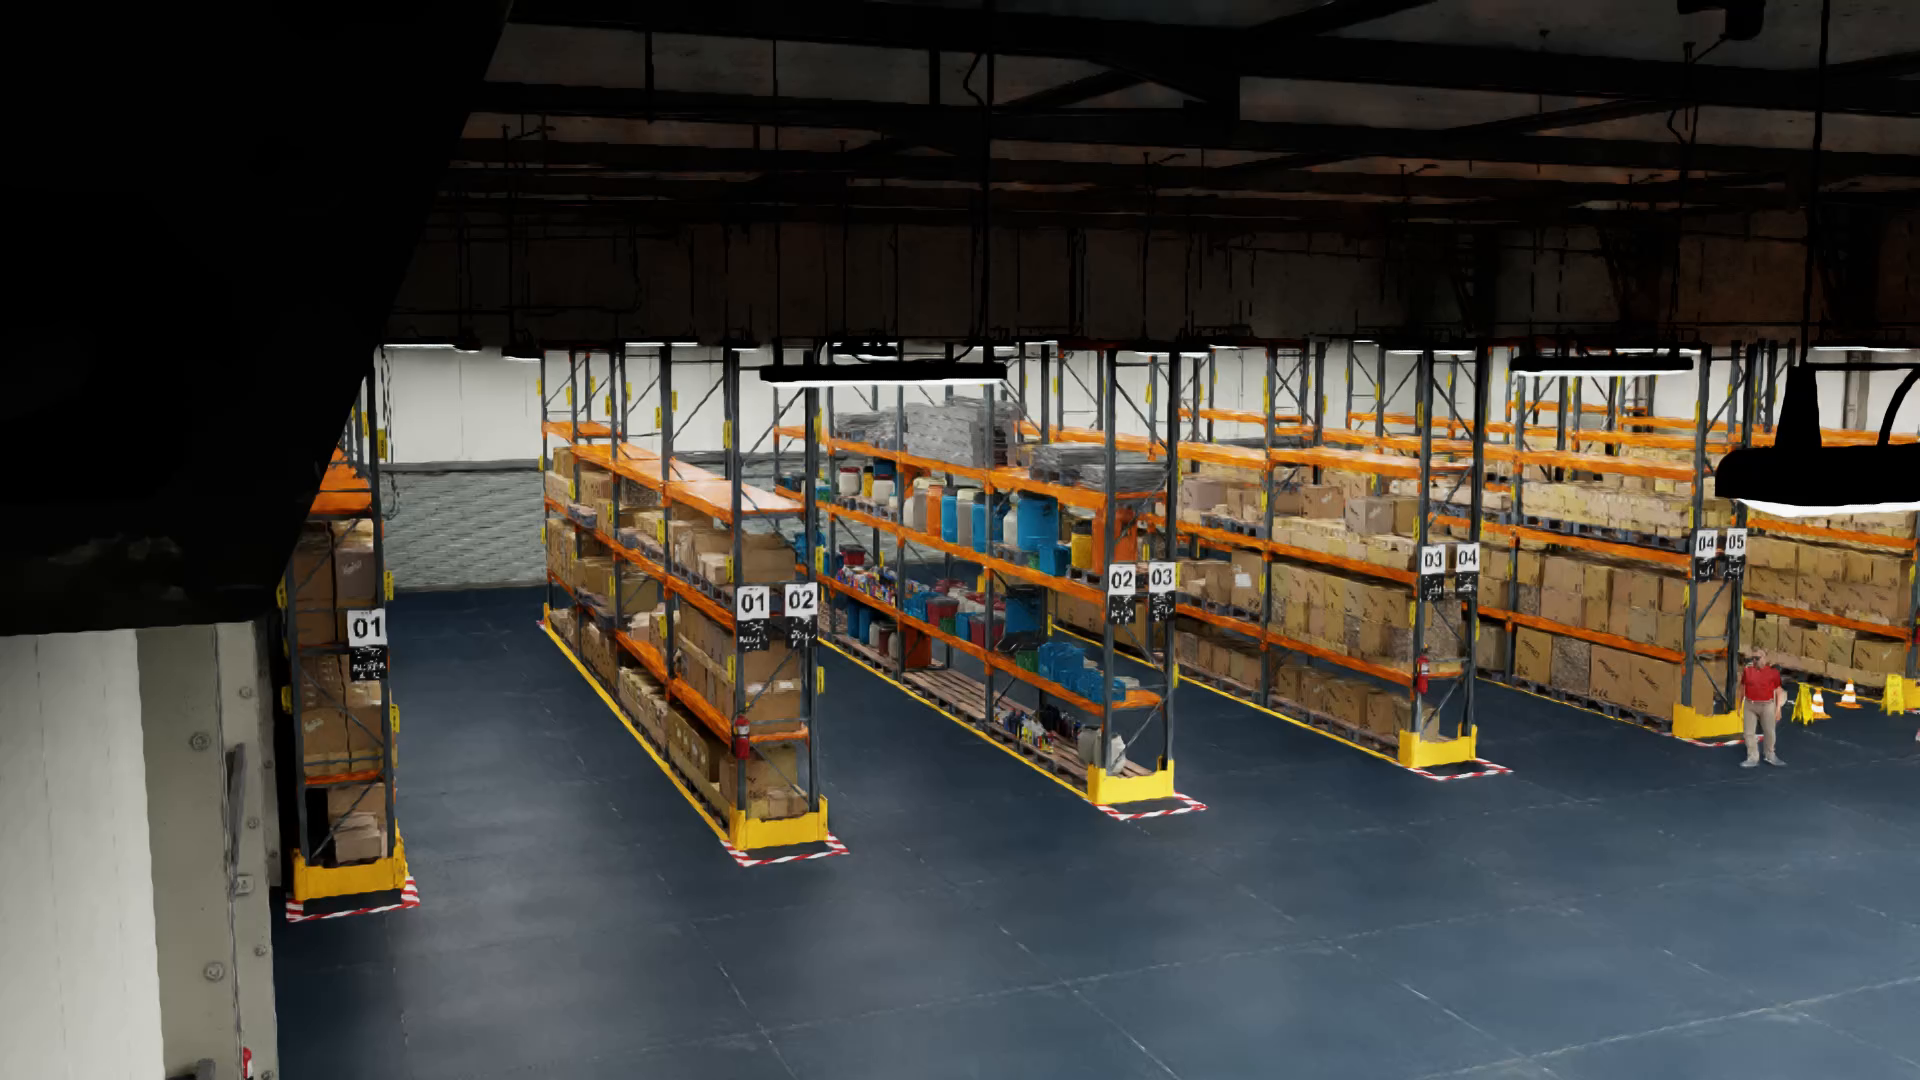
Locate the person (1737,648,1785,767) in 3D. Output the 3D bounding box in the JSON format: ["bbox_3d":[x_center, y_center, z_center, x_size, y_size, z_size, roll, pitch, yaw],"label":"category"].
[{"bbox_3d":[11.503,2.396,23.852,0.653,1.711,0.559,6,10,40],"label":"person"}]

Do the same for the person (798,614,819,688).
[{"bbox_3d":[-2.652,1.732,28.984,0.579,1.673,0.464,6,10,39],"label":"person"}]

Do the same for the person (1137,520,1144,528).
[{"bbox_3d":[4.476,0.029,42.040,0.559,1.669,0.700,2,8,17],"label":"person"}]

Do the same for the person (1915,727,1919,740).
[{"bbox_3d":[14.833,2.315,24.779,0.445,1.584,1.012,-4,9,-30],"label":"person"}]
